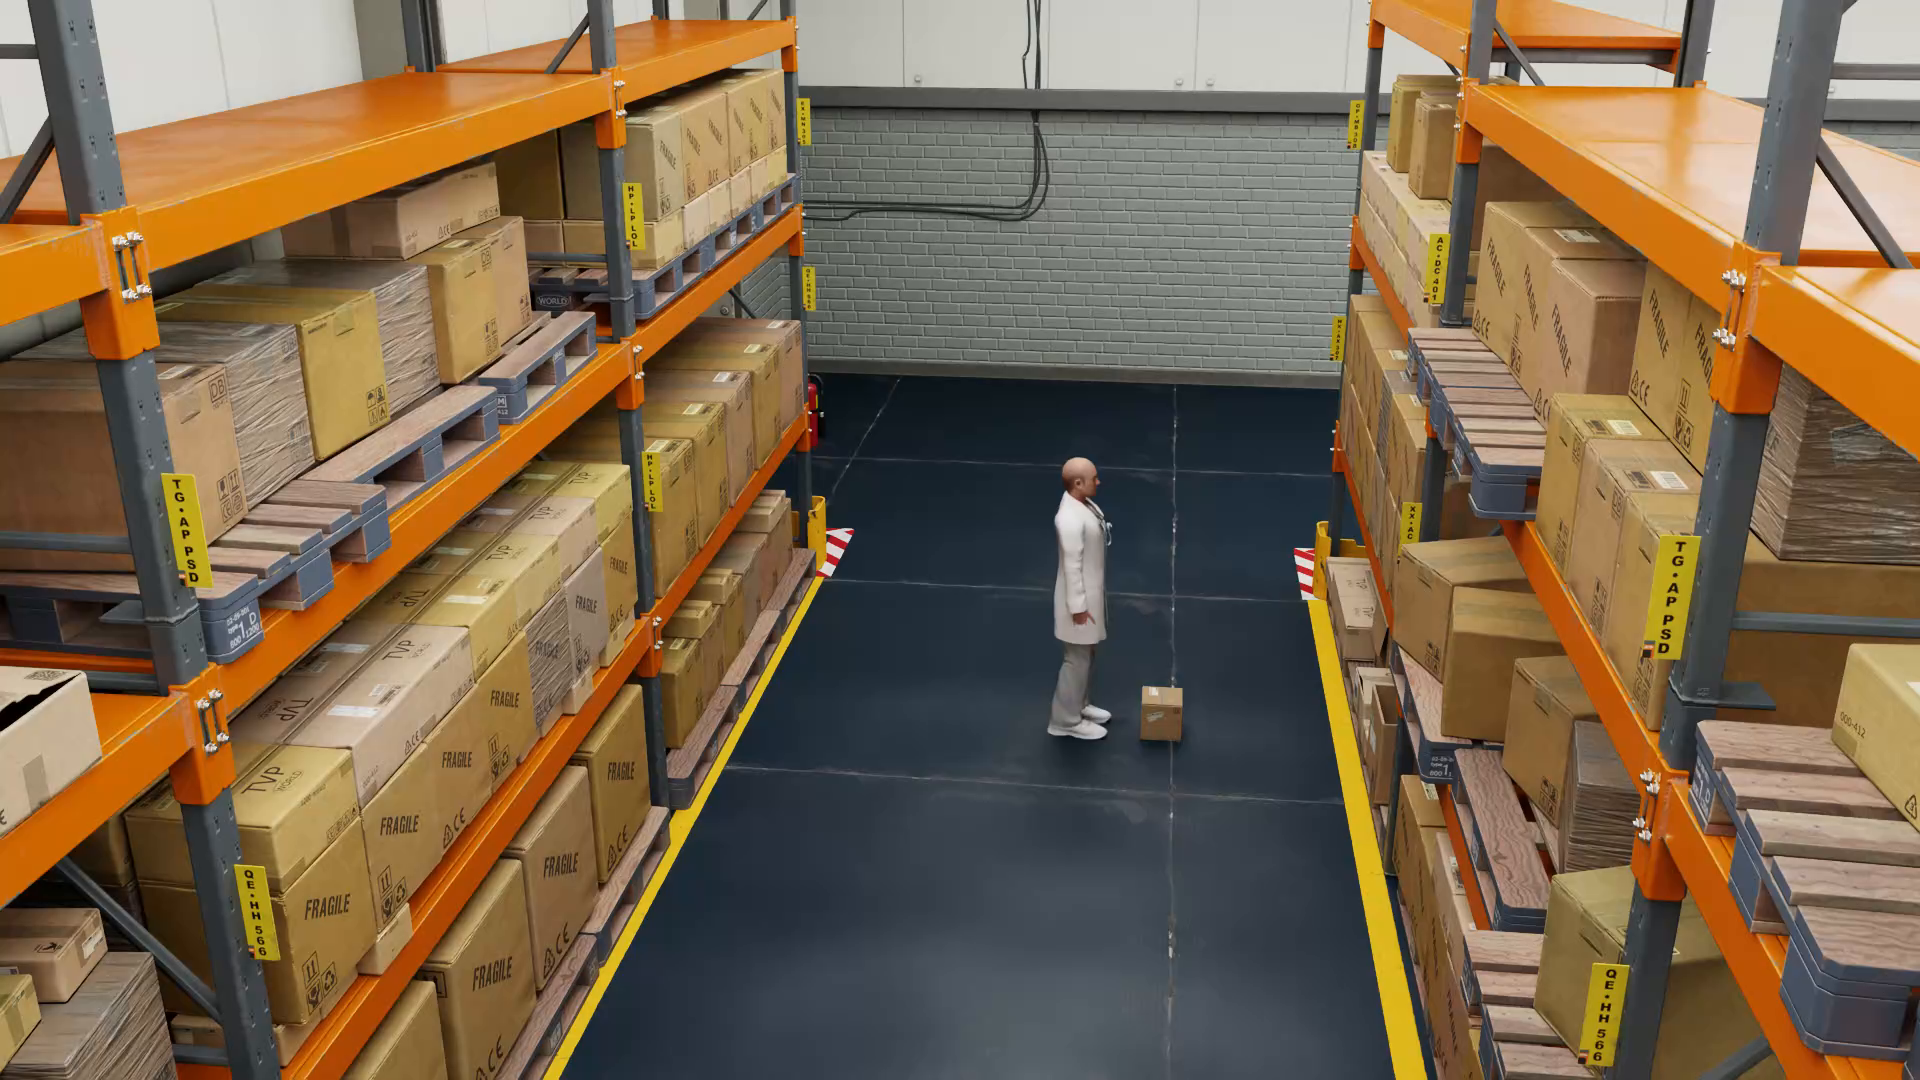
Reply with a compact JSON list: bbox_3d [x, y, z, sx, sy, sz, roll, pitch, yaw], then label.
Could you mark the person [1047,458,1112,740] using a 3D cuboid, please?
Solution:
[{"bbox_3d":[0.754,0.348,10.191,0.386,1.778,0.571,3,21,7],"label":"person"}]
